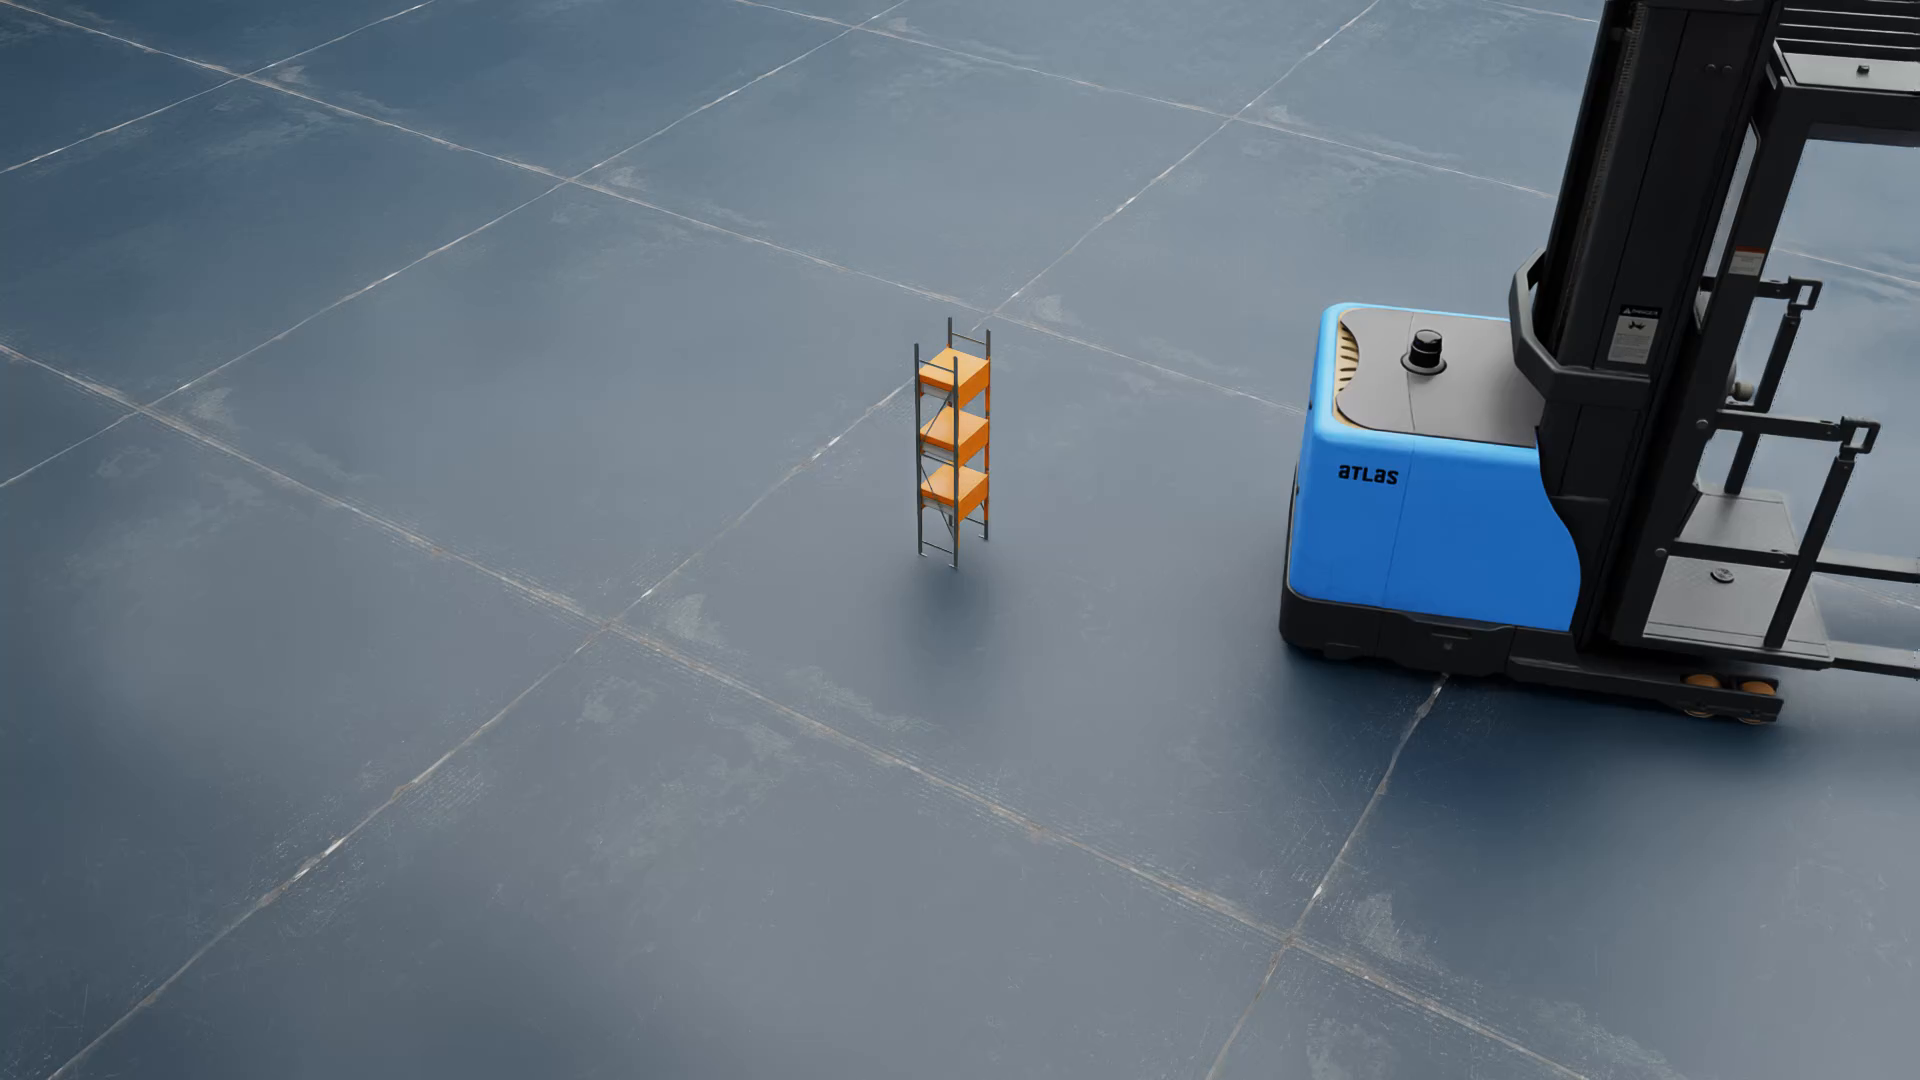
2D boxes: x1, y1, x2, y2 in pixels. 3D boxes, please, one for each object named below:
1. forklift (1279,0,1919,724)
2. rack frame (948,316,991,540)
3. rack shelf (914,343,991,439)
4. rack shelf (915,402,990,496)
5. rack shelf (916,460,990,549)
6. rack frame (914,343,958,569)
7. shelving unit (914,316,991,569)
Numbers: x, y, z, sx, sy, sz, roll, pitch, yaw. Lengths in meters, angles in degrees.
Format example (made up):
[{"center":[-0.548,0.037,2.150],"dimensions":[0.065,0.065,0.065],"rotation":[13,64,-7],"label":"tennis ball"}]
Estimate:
[{"center":[2.850,-0.814,5.906],"dimensions":[3.031,2.935,1.130],"rotation":[7,38,9],"label":"forklift"},{"center":[0.037,-0.451,6.975],"dimensions":[0.200,1.050,0.008],"rotation":[21,42,25],"label":"rack frame"},{"center":[-0.029,-0.605,6.727],"dimensions":[0.215,0.259,0.240],"rotation":[21,42,25],"label":"rack shelf"},{"center":[-0.029,-0.380,6.900],"dimensions":[0.215,0.259,0.240],"rotation":[21,42,25],"label":"rack shelf"},{"center":[-0.029,-0.160,7.070],"dimensions":[0.215,0.259,0.240],"rotation":[21,42,25],"label":"rack shelf"},{"center":[-0.094,-0.325,6.812],"dimensions":[0.200,1.050,0.008],"rotation":[21,42,25],"label":"rack frame"},{"center":[-0.029,-0.388,6.894],"dimensions":[0.215,1.050,0.252],"rotation":[21,42,25],"label":"shelving unit"}]
